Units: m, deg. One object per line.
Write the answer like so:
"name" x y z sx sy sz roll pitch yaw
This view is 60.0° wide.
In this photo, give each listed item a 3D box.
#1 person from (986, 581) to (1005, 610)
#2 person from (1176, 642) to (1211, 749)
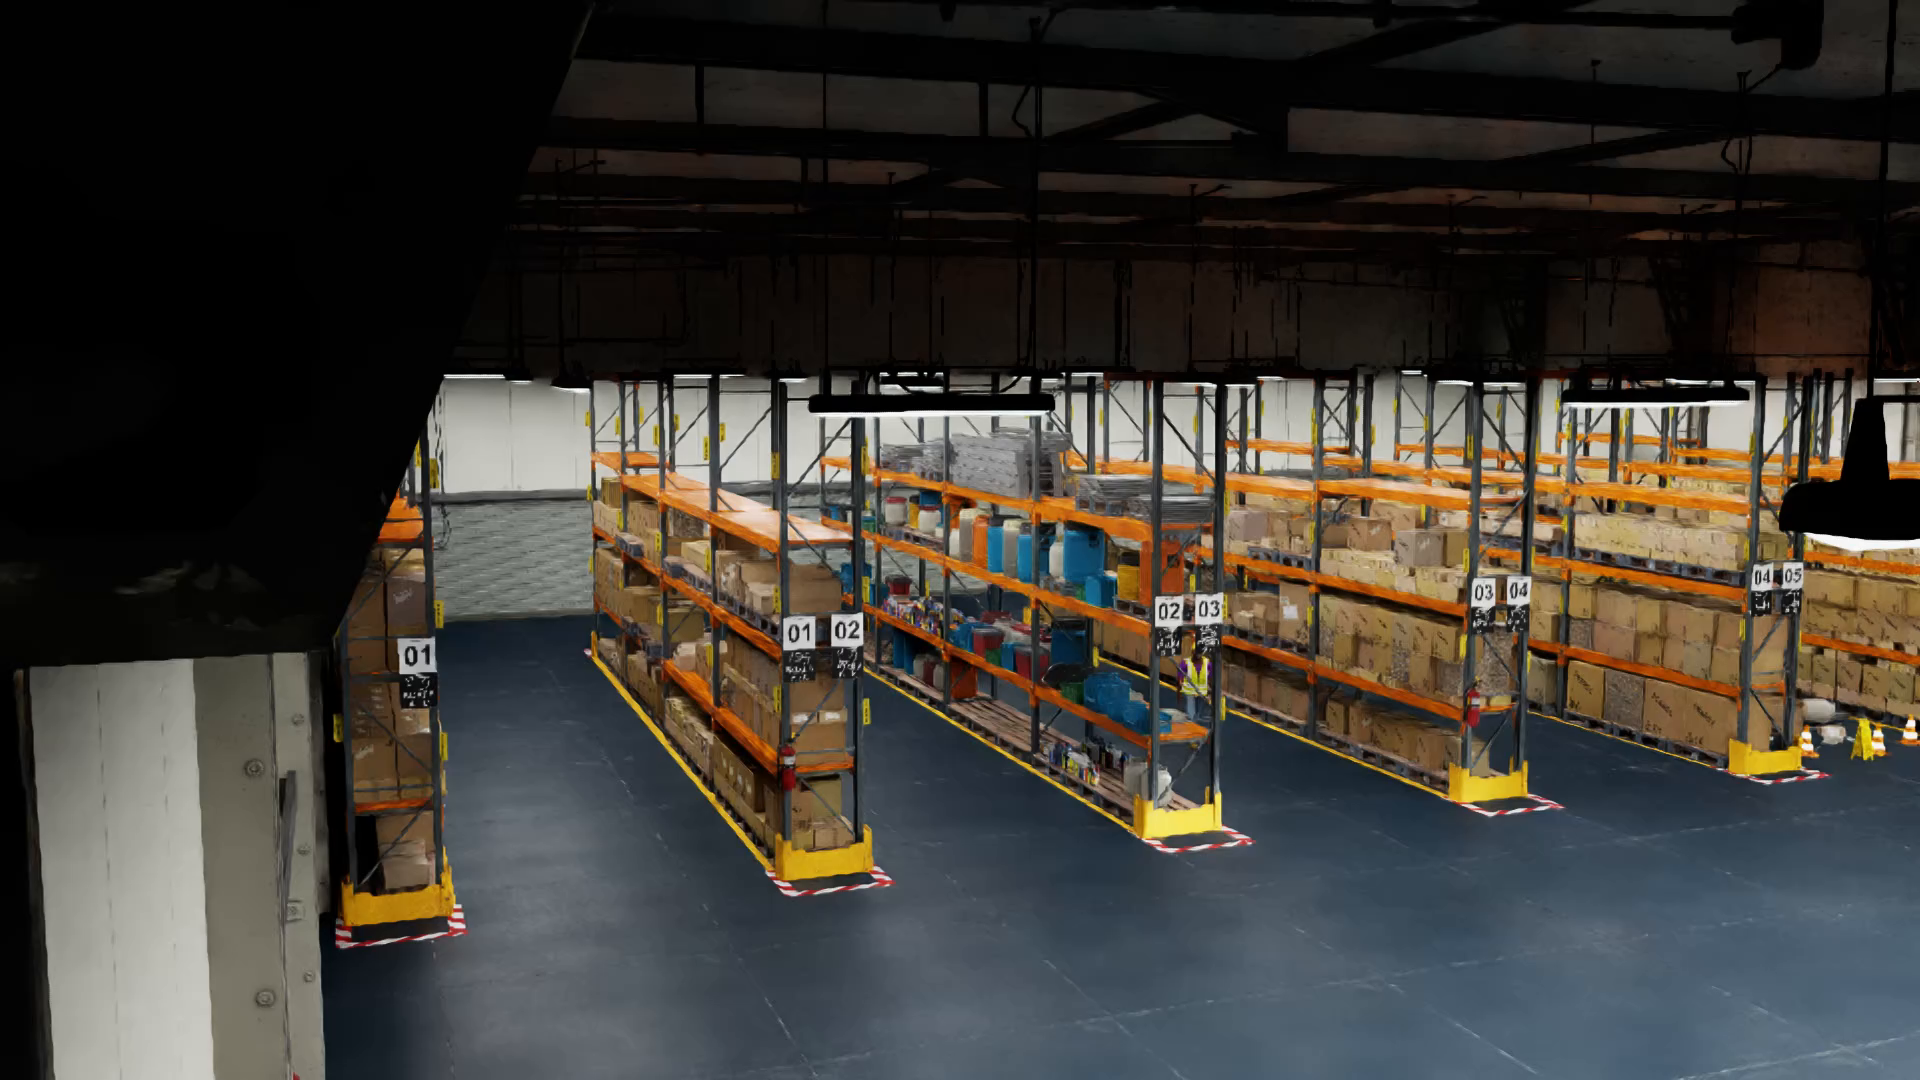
"person" 0.863 1.086 40.135 0.458 1.531 0.876 0 6 2
"person" 3.825 2.477 26.885 0.570 1.708 1.041 -1 7 -12
